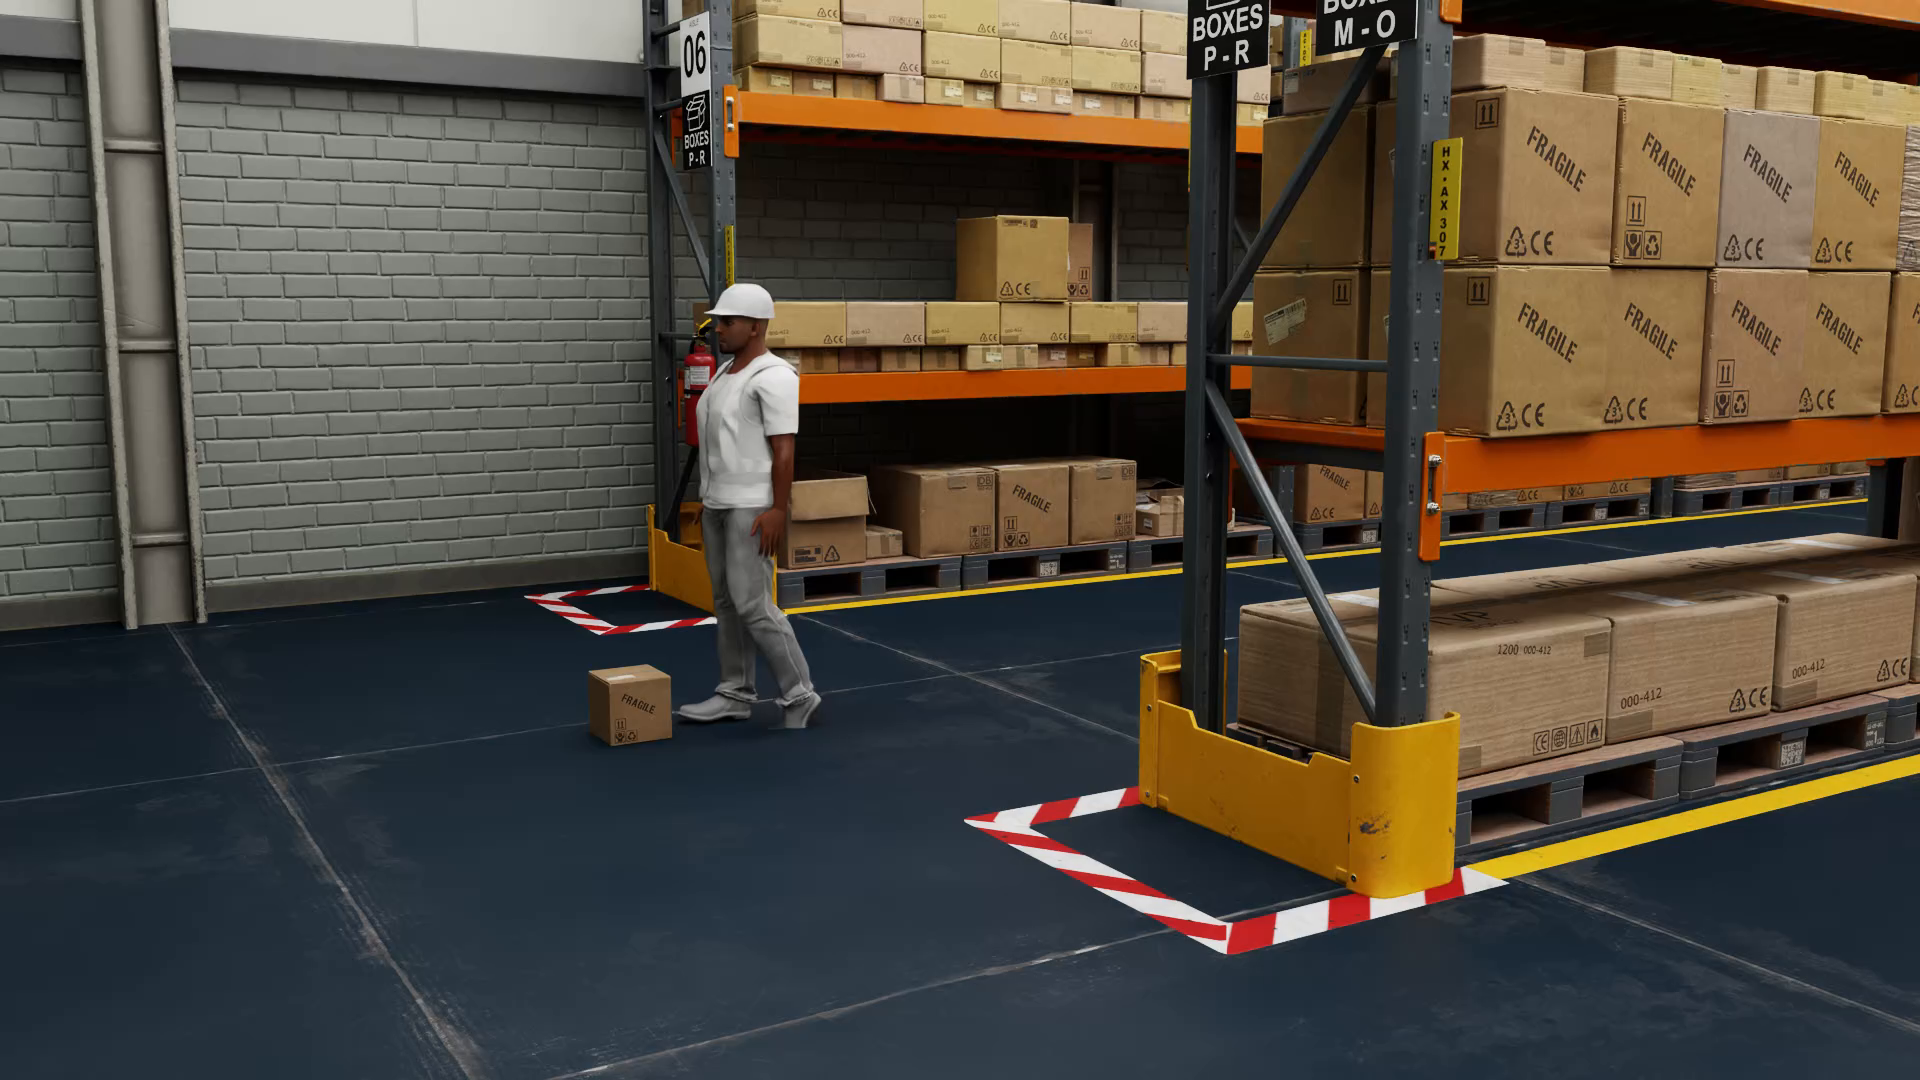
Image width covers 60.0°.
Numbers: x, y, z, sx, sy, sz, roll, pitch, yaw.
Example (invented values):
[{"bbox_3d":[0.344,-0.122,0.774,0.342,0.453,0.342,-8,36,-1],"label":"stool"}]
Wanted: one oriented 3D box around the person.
[{"bbox_3d":[-0.887,-0.103,6.697,0.513,1.835,0.585,-5,9,-31],"label":"person"}]
